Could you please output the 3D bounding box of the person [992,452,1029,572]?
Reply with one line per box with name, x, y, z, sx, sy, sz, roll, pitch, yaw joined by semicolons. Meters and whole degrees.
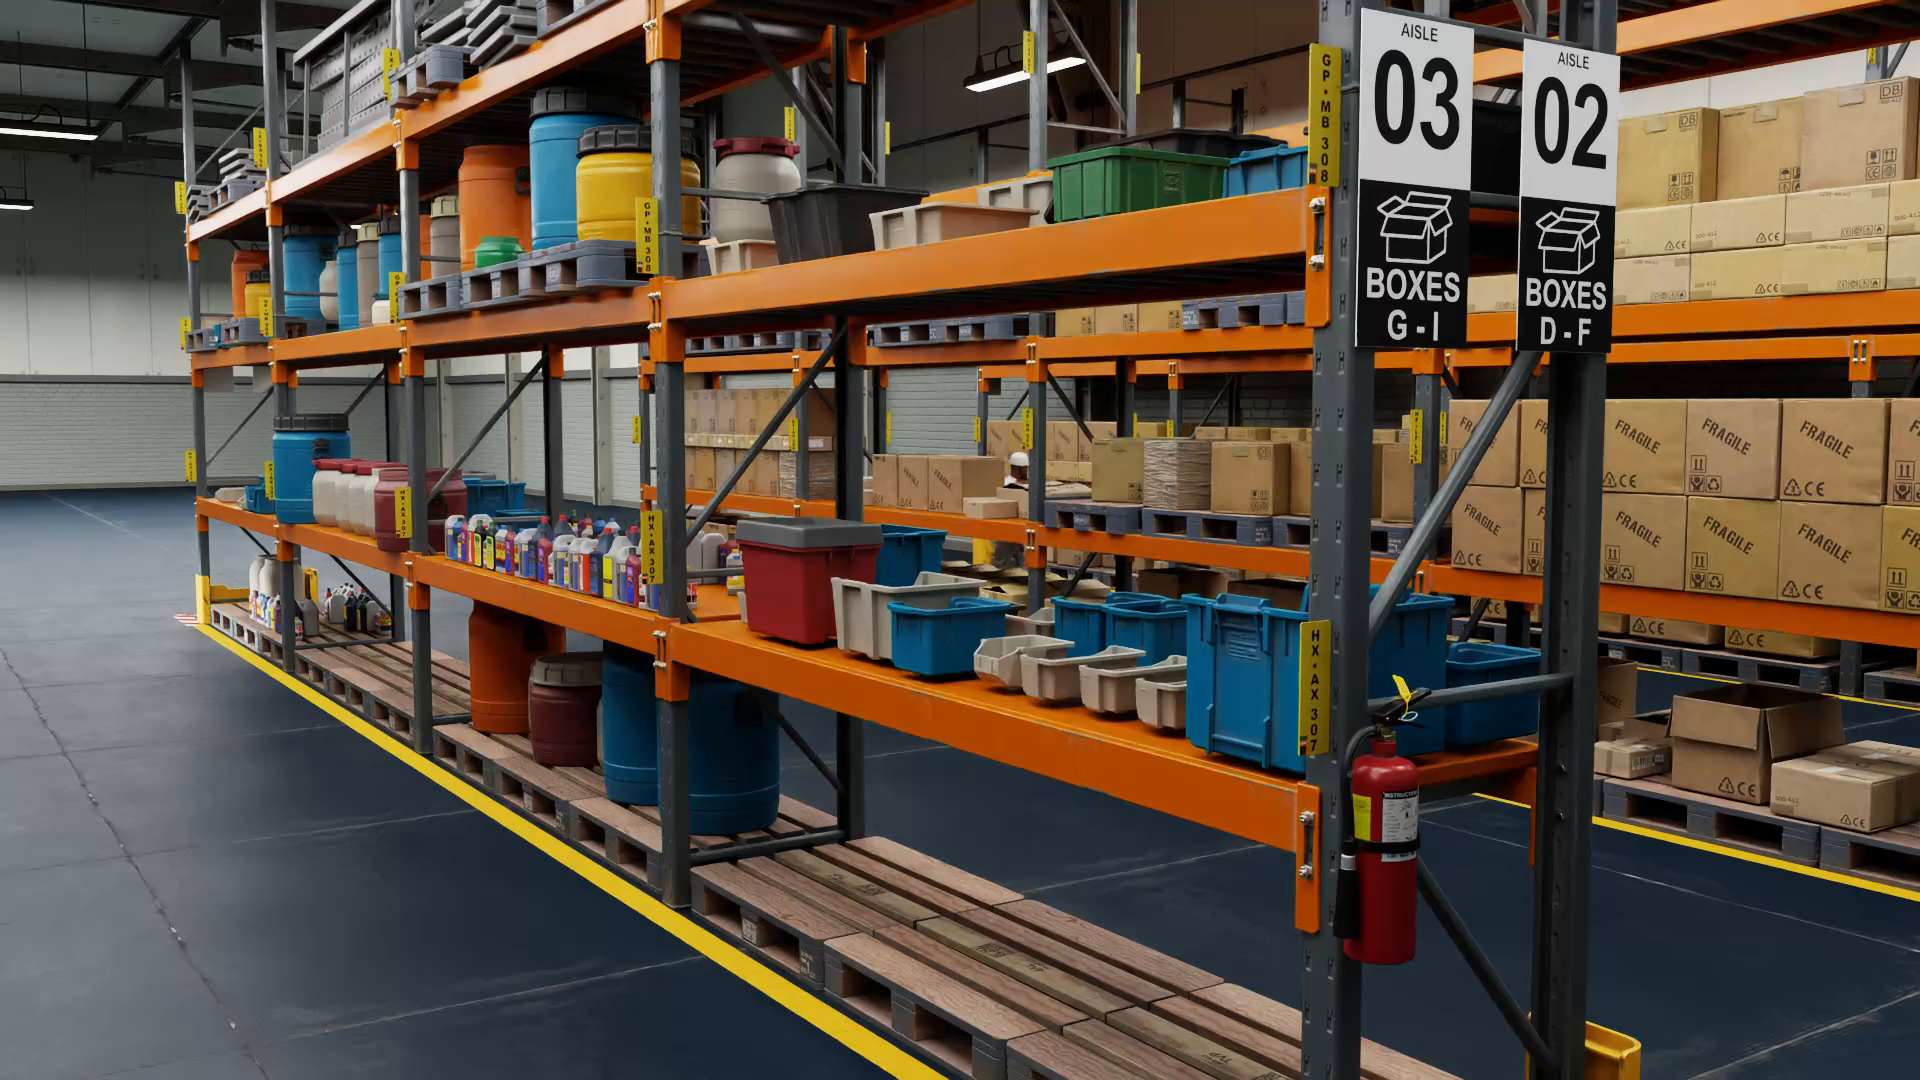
person;0.583;-0.064;17.851;0.807;1.756;0.581;1;5;12
